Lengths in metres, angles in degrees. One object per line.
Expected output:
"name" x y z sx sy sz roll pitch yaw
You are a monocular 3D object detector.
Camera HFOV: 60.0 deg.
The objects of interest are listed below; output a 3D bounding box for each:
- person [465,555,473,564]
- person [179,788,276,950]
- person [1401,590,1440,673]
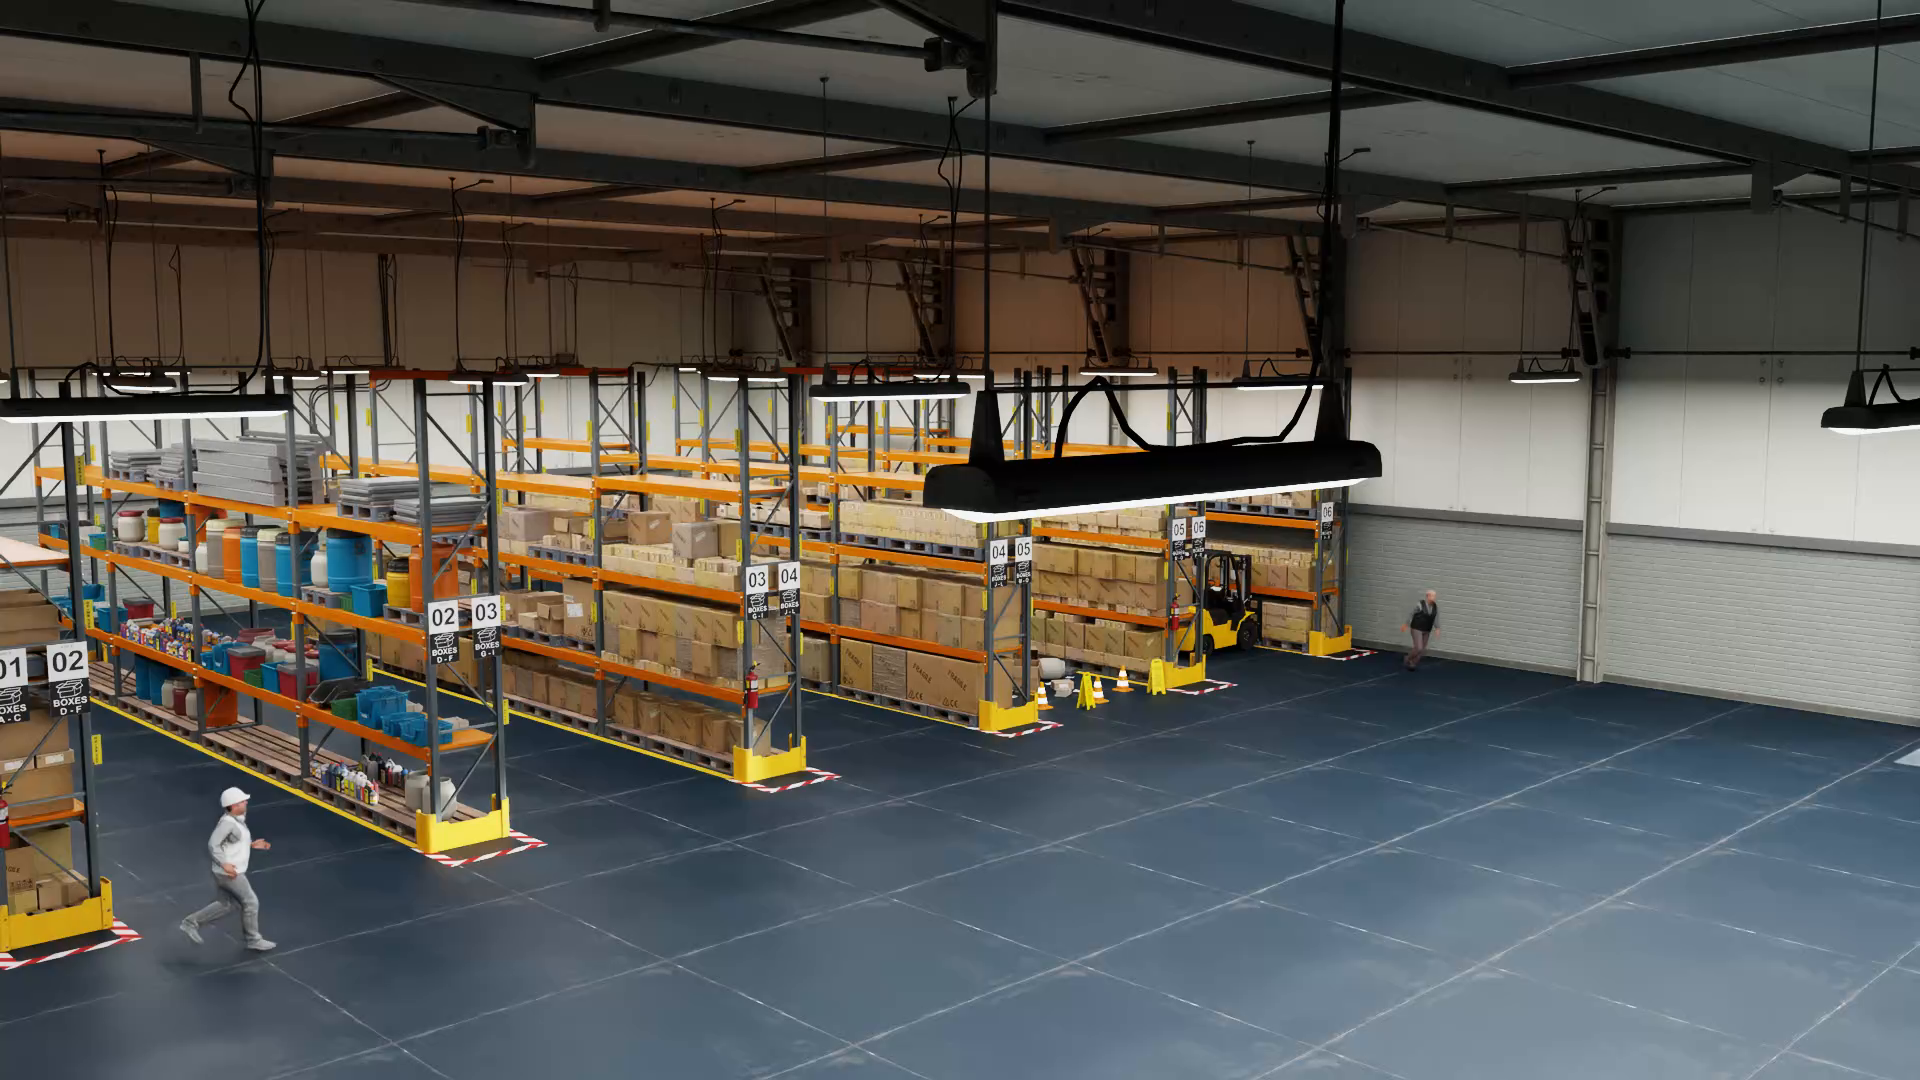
"person" -11.450 1.127 38.792 0.584 1.658 0.951 -4 7 -28
"person" -7.752 3.490 17.519 0.936 1.769 0.643 -2 7 -20
"person" 9.115 1.798 32.878 0.674 1.680 0.563 -3 7 -26
